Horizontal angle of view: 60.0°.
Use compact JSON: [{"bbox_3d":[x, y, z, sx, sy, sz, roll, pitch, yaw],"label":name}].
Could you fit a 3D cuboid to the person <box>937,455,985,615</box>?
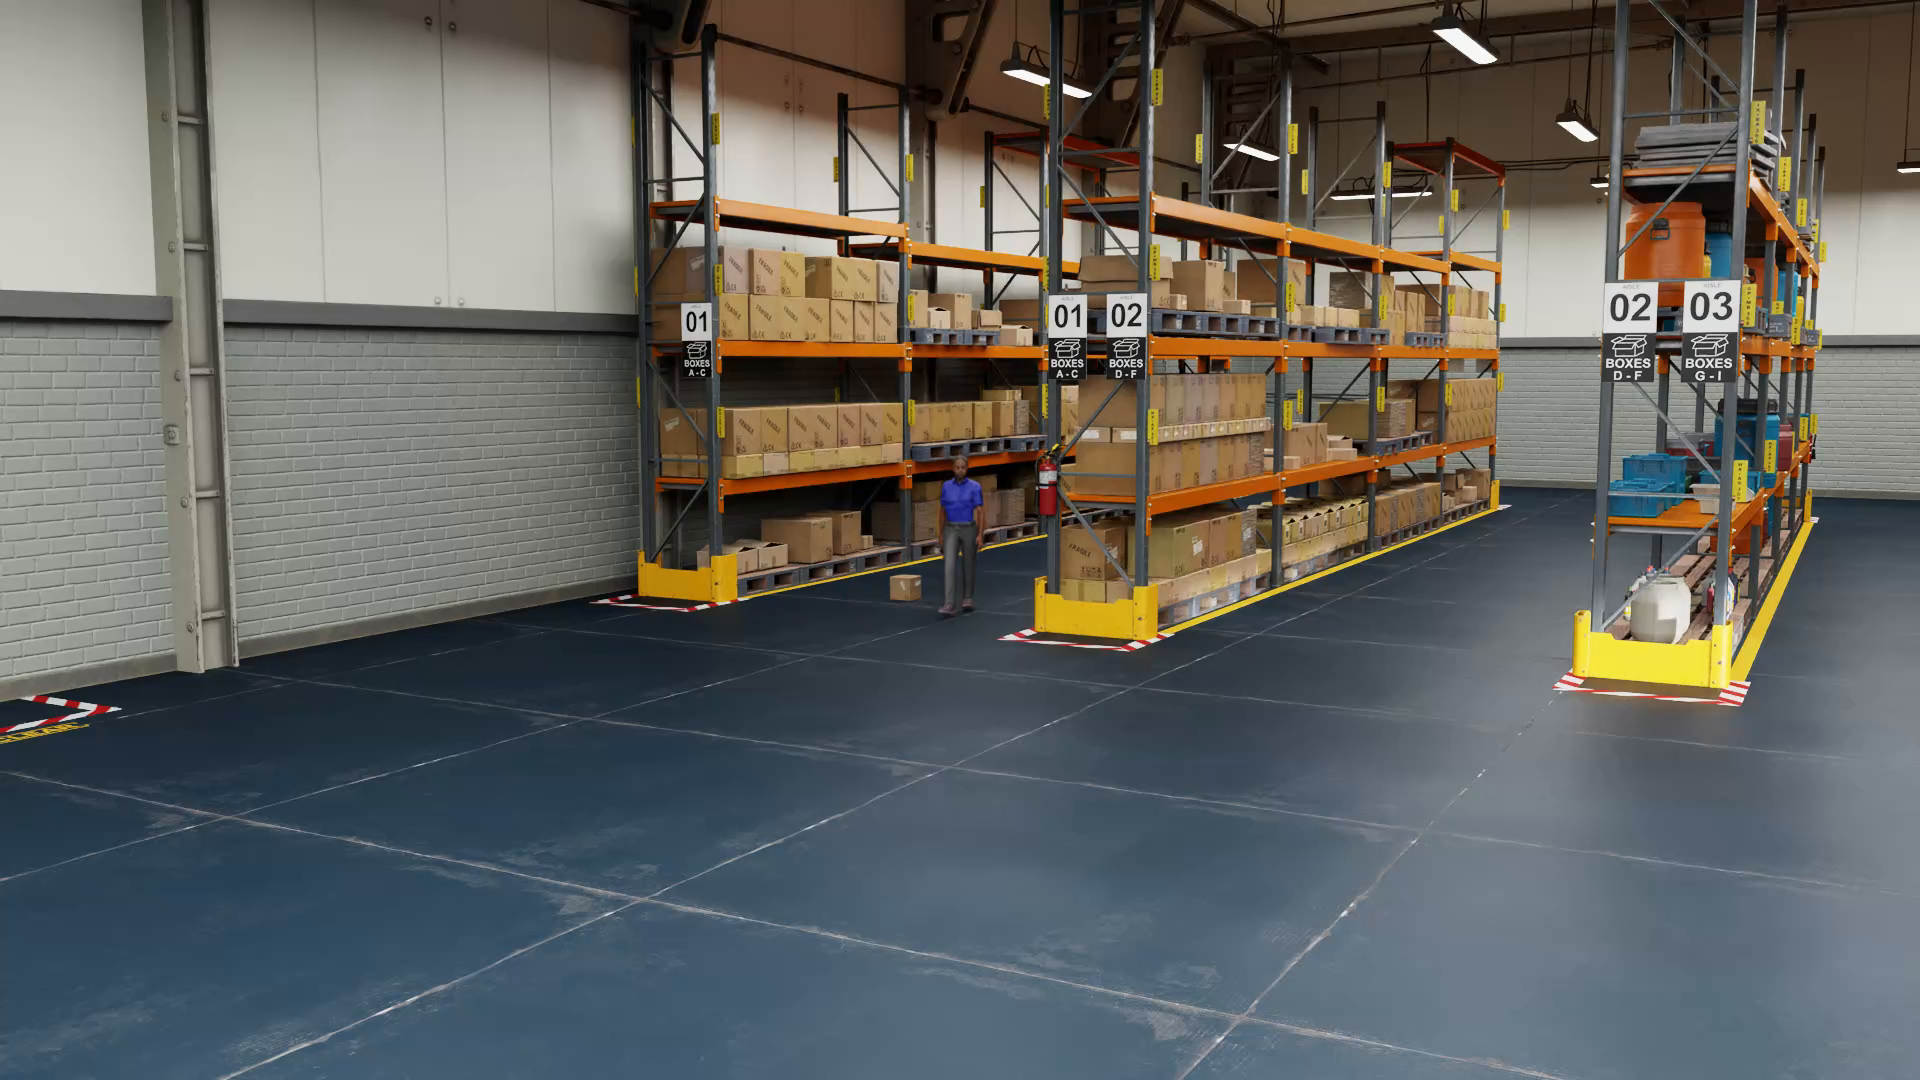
[{"bbox_3d":[0.006,-0.062,16.900,0.498,1.604,0.966,1,6,8],"label":"person"}]
